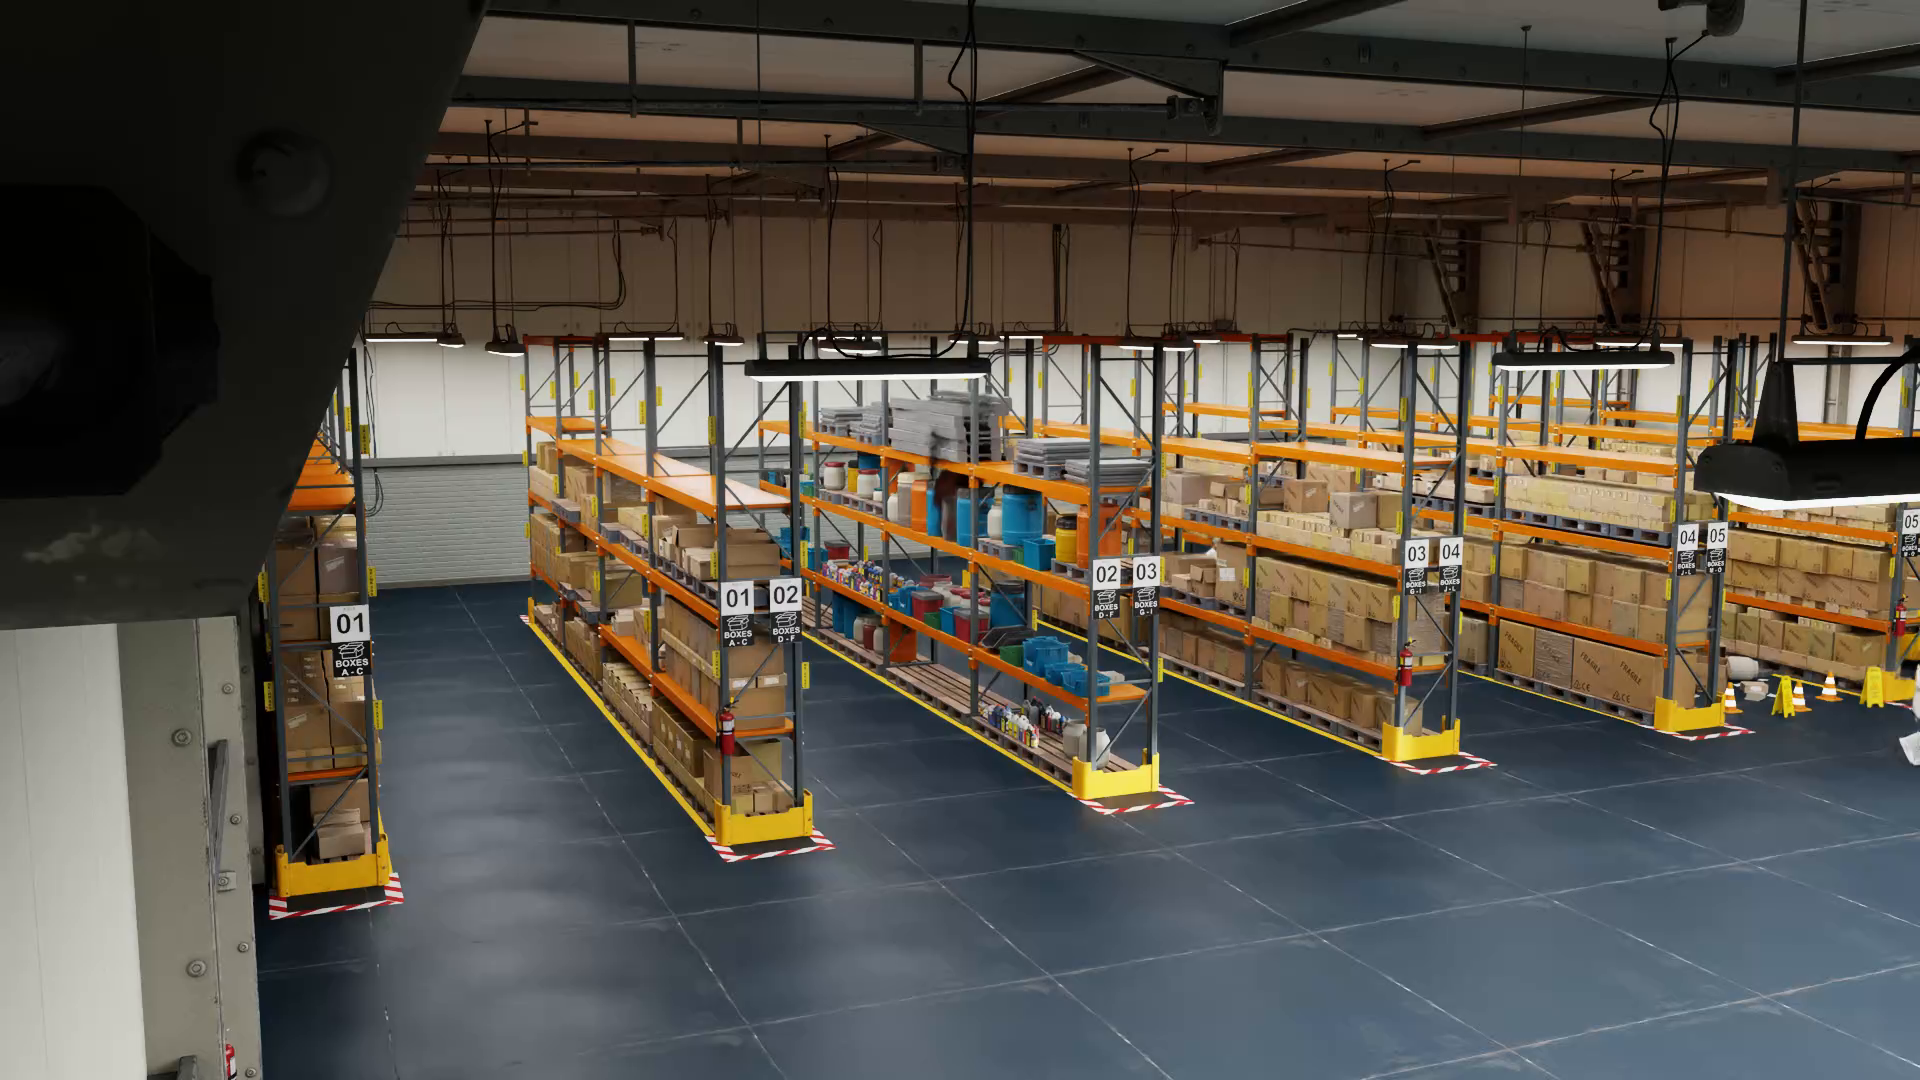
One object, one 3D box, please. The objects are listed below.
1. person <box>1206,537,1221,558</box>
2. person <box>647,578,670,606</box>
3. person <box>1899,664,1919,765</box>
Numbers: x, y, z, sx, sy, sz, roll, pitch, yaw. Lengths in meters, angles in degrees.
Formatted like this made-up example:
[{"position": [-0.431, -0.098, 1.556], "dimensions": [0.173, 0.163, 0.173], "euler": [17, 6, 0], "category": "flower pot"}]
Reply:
[{"position": [5.478, 0.798, 35.631], "dimensions": [0.604, 1.707, 0.718], "euler": [-3, 8, -18], "category": "person"}, {"position": [-6.100, 0.923, 34.298], "dimensions": [0.683, 1.755, 0.598], "euler": [-5, 9, -35], "category": "person"}, {"position": [13.721, 2.345, 23.596], "dimensions": [0.673, 1.748, 0.700], "euler": [3, 8, 21], "category": "person"}]
